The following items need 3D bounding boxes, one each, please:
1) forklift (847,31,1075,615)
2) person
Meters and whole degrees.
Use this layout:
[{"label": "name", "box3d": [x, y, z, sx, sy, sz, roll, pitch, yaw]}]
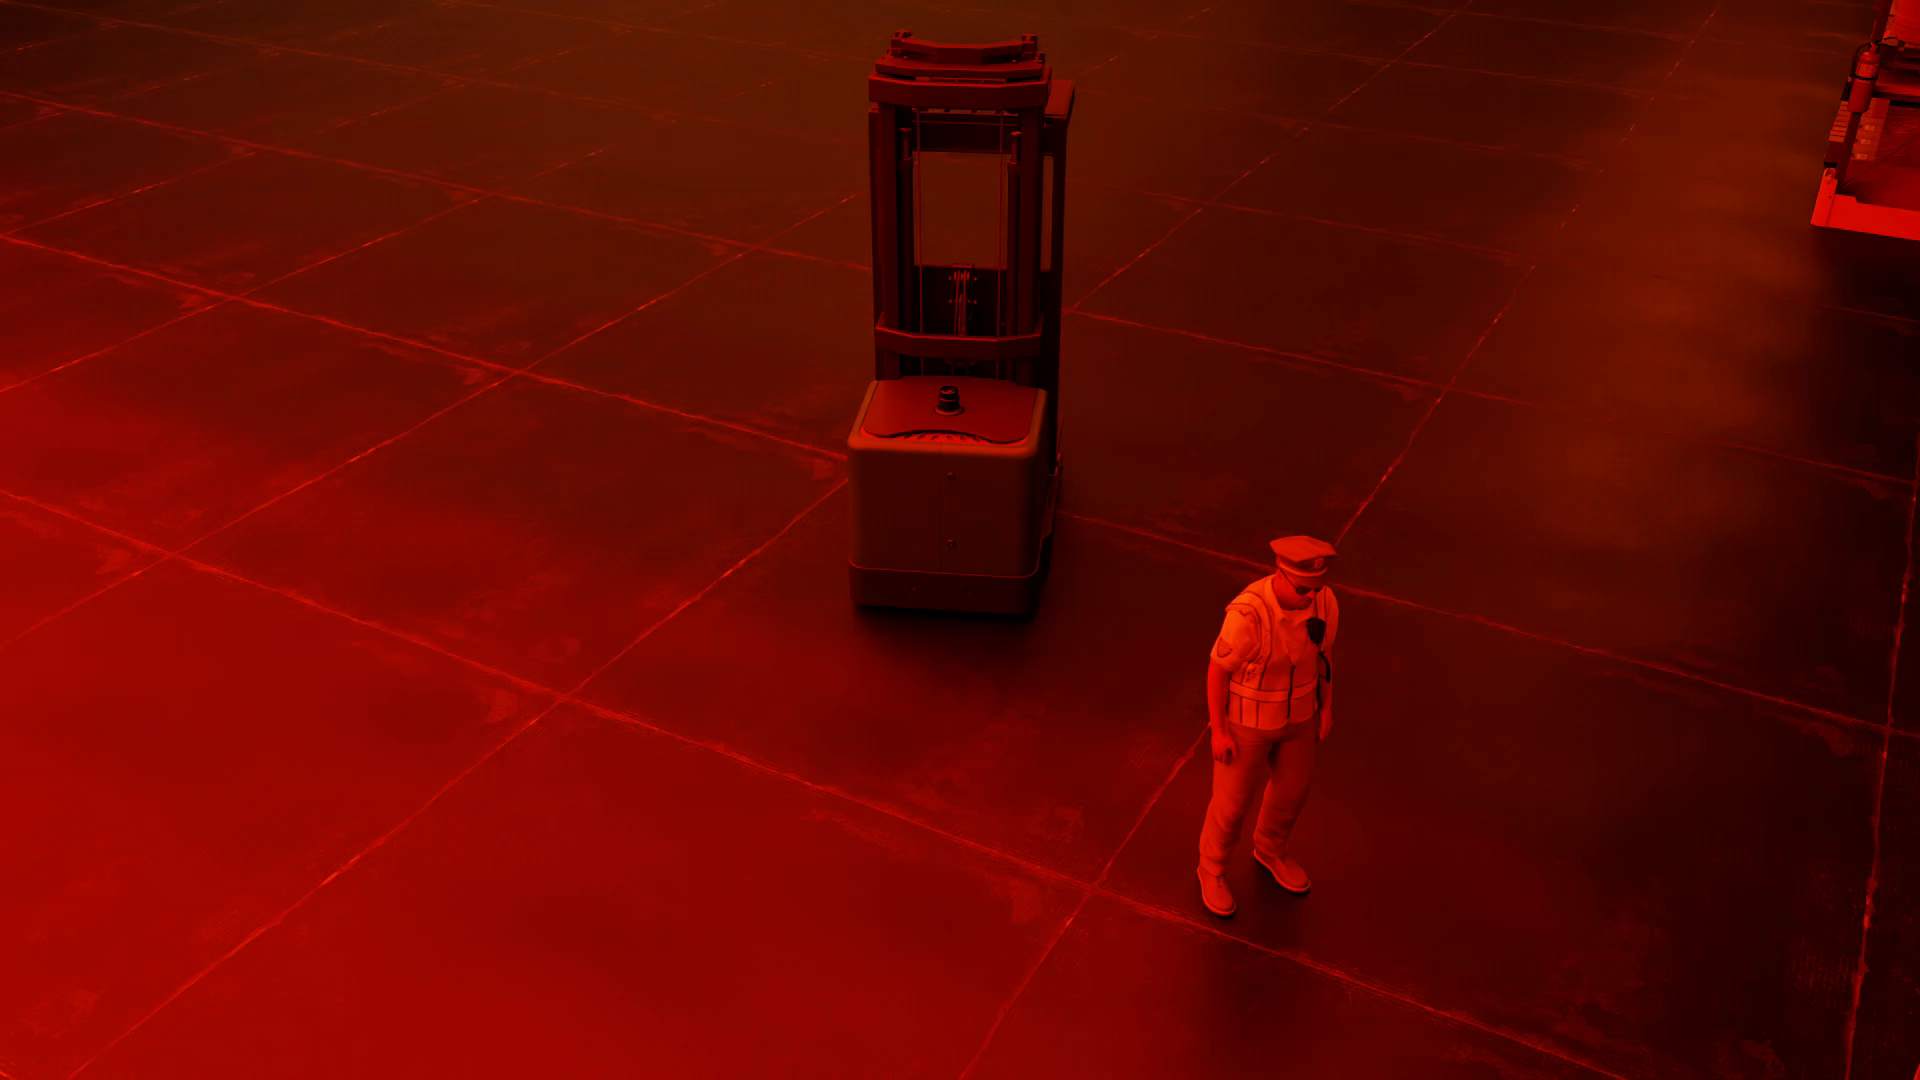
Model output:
[{"label": "forklift", "box3d": [0.072, -1.572, 9.794, 1.130, 2.935, 3.031, 3, 30, 6]}, {"label": "person", "box3d": [1.292, 0.733, 6.982, 0.584, 1.748, 0.434, -11, 32, -19]}]
